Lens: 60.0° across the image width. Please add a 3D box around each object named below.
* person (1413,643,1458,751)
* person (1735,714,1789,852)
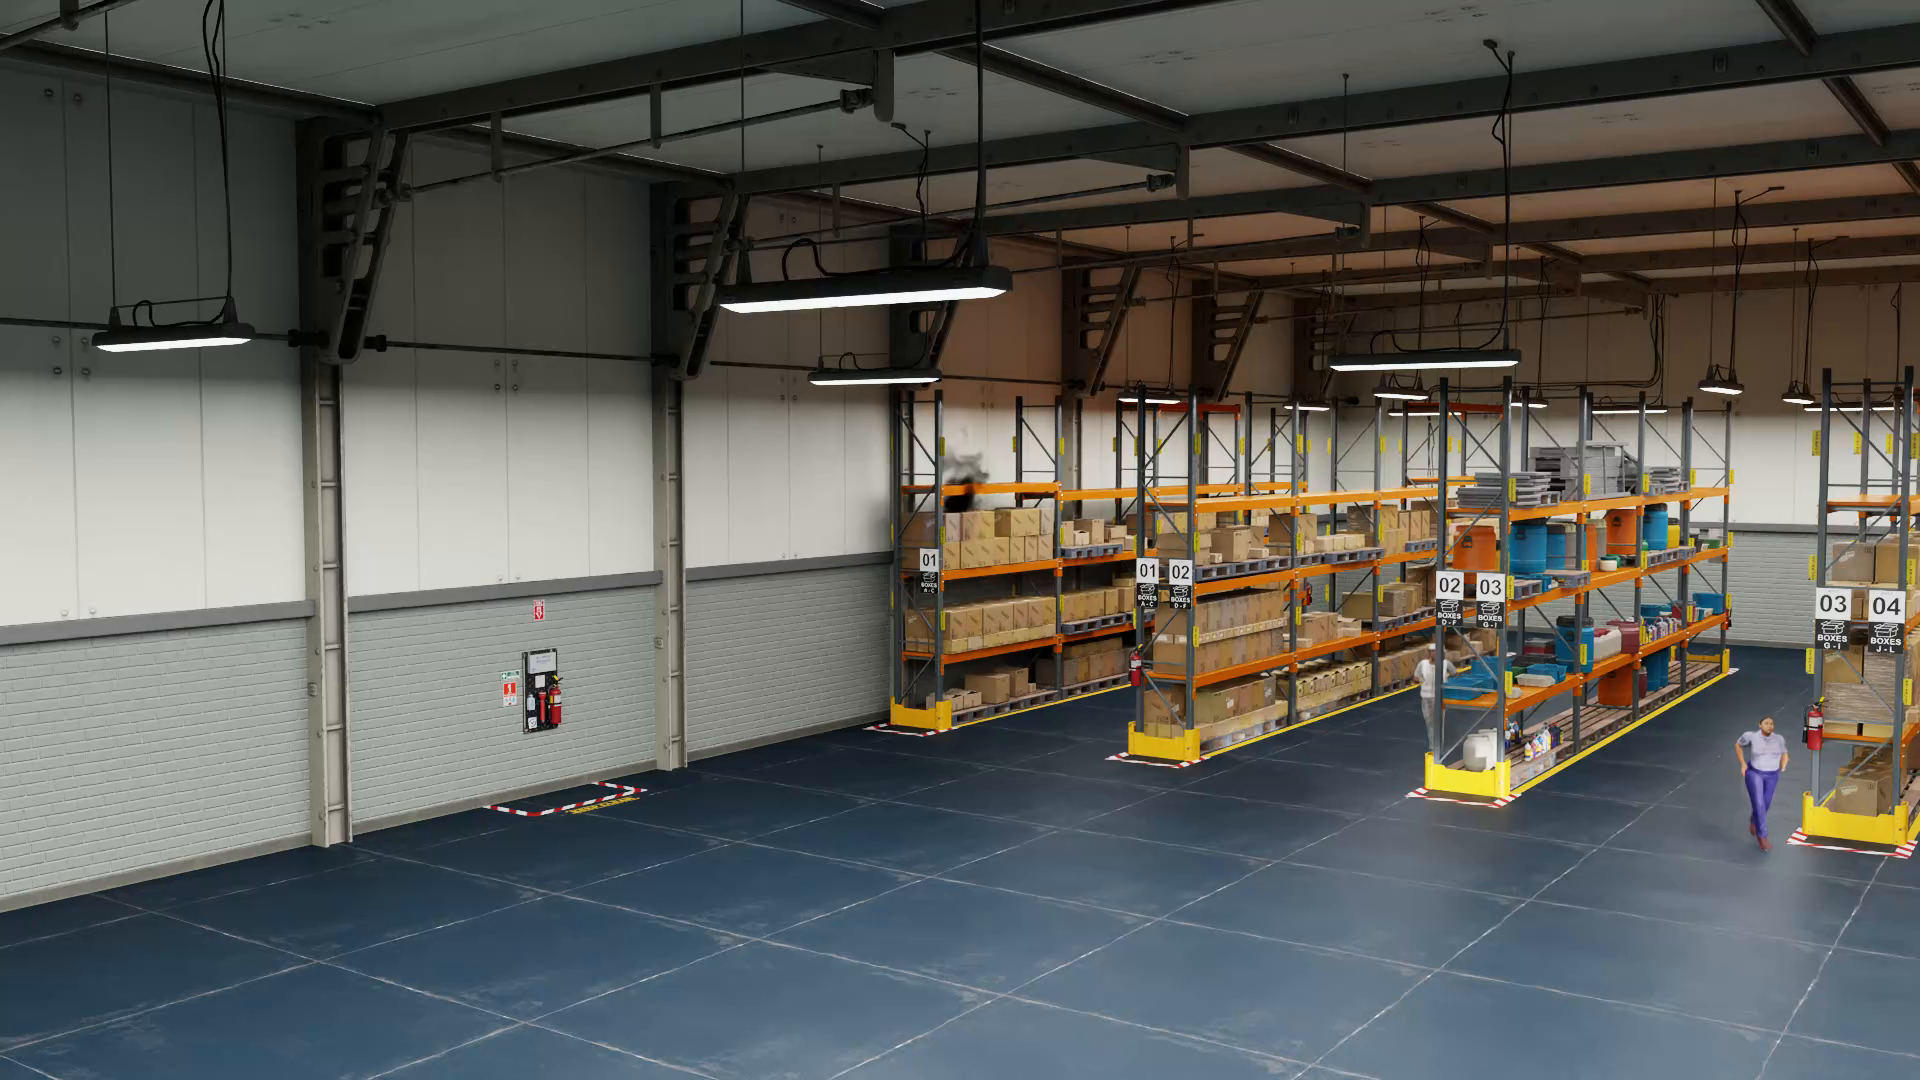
[{"bbox_3d":[7.662,2.577,26.890,0.664,1.823,0.824,2,4,28],"label":"person"},{"bbox_3d":[10.102,3.005,20.953,0.549,1.656,0.910,0,3,4],"label":"person"}]
